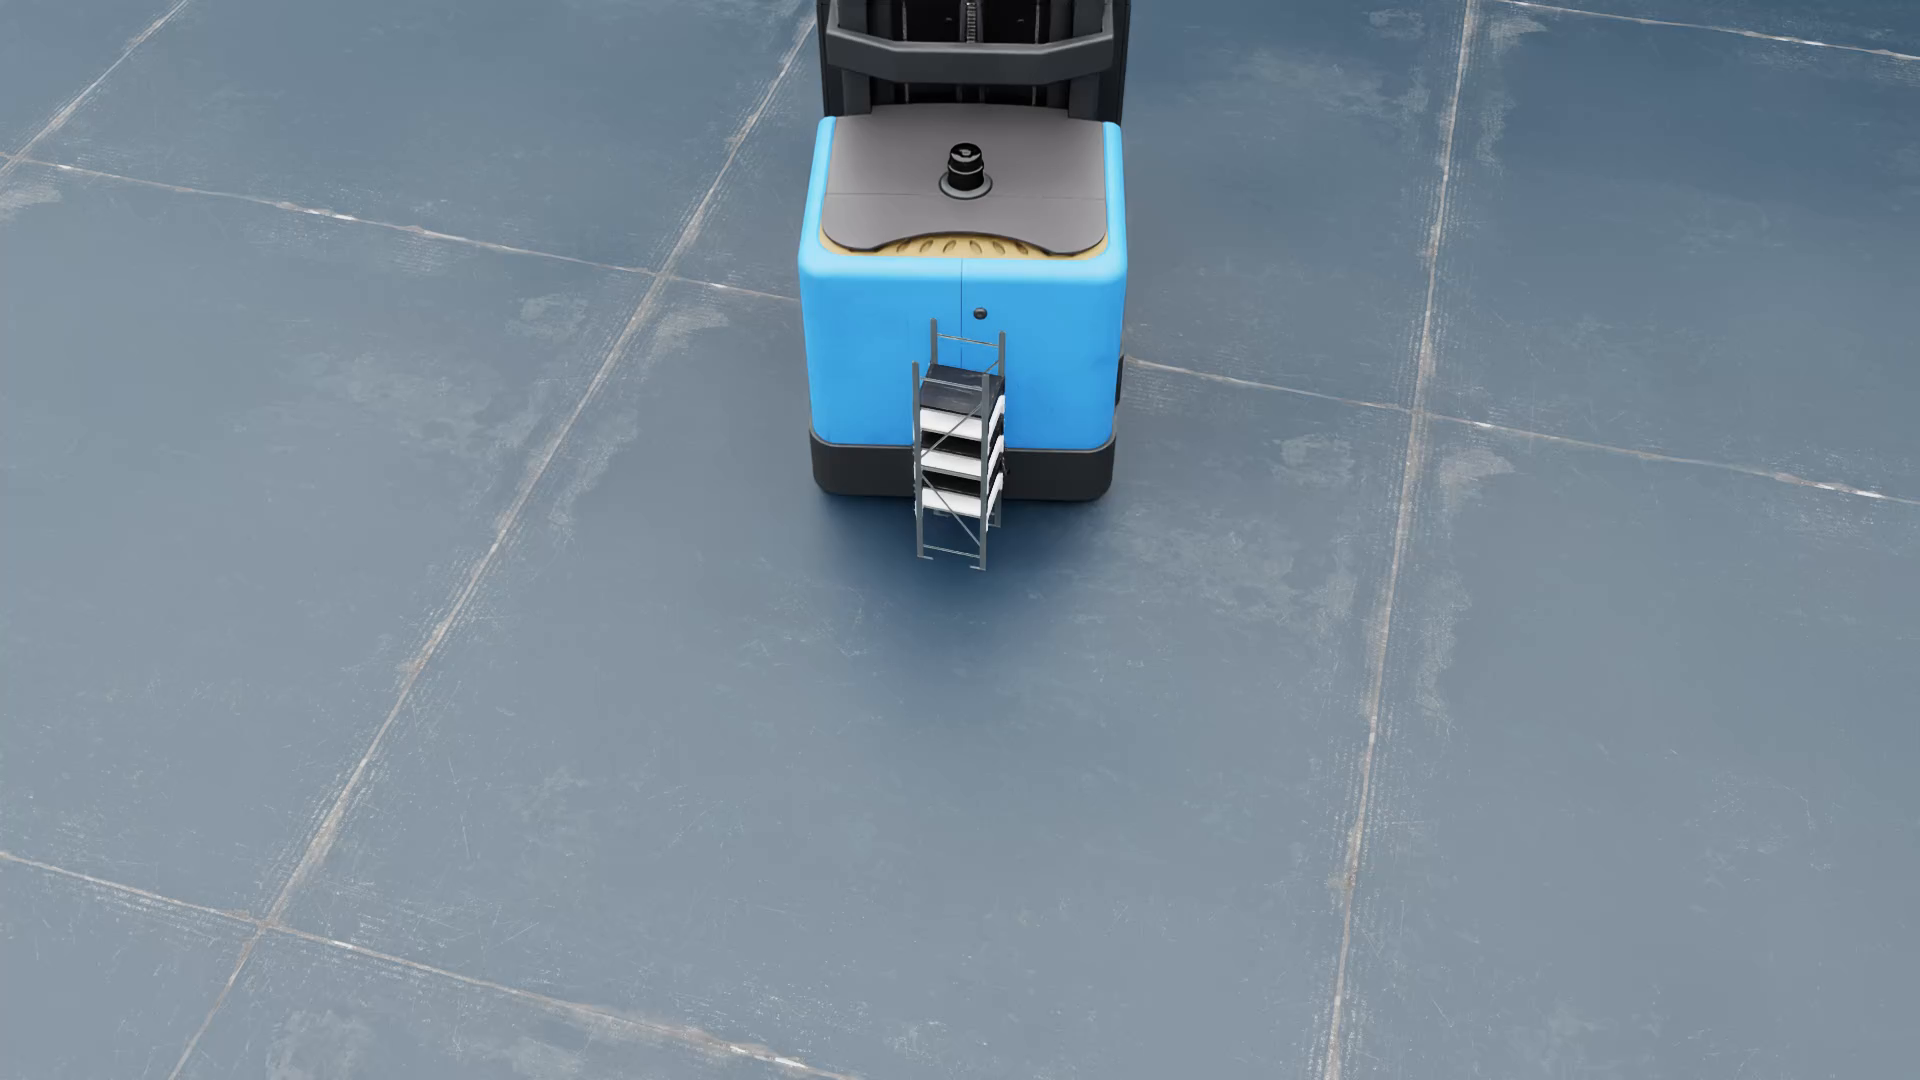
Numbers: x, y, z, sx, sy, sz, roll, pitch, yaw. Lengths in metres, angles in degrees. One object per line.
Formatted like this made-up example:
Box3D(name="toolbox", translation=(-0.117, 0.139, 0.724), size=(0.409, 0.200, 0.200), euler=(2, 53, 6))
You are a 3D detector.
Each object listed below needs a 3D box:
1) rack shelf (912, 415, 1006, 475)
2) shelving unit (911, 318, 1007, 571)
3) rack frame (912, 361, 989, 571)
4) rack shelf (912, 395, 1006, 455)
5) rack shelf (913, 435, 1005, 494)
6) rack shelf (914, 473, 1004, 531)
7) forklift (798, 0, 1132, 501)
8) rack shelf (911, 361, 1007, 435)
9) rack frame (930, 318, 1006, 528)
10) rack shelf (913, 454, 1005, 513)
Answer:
Box3D(name="rack shelf", translation=(-0.002, -0.329, 5.365), size=(0.258, 0.077, 0.200), euler=(12, 50, 10))
Box3D(name="shelving unit", translation=(-0.002, -0.292, 5.407), size=(0.258, 0.900, 0.210), euler=(12, 50, 10))
Box3D(name="rack frame", translation=(-0.029, -0.218, 5.343), size=(0.240, 0.900, 0.006), euler=(12, 50, 10))
Box3D(name="rack shelf", translation=(-0.002, -0.389, 5.297), size=(0.258, 0.077, 0.200), euler=(12, 50, 10))
Box3D(name="rack shelf", translation=(-0.002, -0.270, 5.432), size=(0.258, 0.077, 0.200), euler=(12, 50, 10))
Box3D(name="rack shelf", translation=(-0.002, -0.151, 5.567), size=(0.258, 0.077, 0.200), euler=(12, 50, 10))
Box3D(name="forklift", translation=(0.055, -2.204, 5.740), size=(1.130, 2.935, 3.031), euler=(1, 49, 1))
Box3D(name="rack shelf", translation=(-0.002, -0.449, 5.230), size=(0.258, 0.077, 0.200), euler=(12, 50, 10))
Box3D(name="rack frame", translation=(0.025, -0.365, 5.472), size=(0.240, 0.900, 0.006), euler=(12, 50, 10))
Box3D(name="rack shelf", translation=(-0.002, -0.210, 5.500), size=(0.258, 0.077, 0.200), euler=(12, 50, 10))
